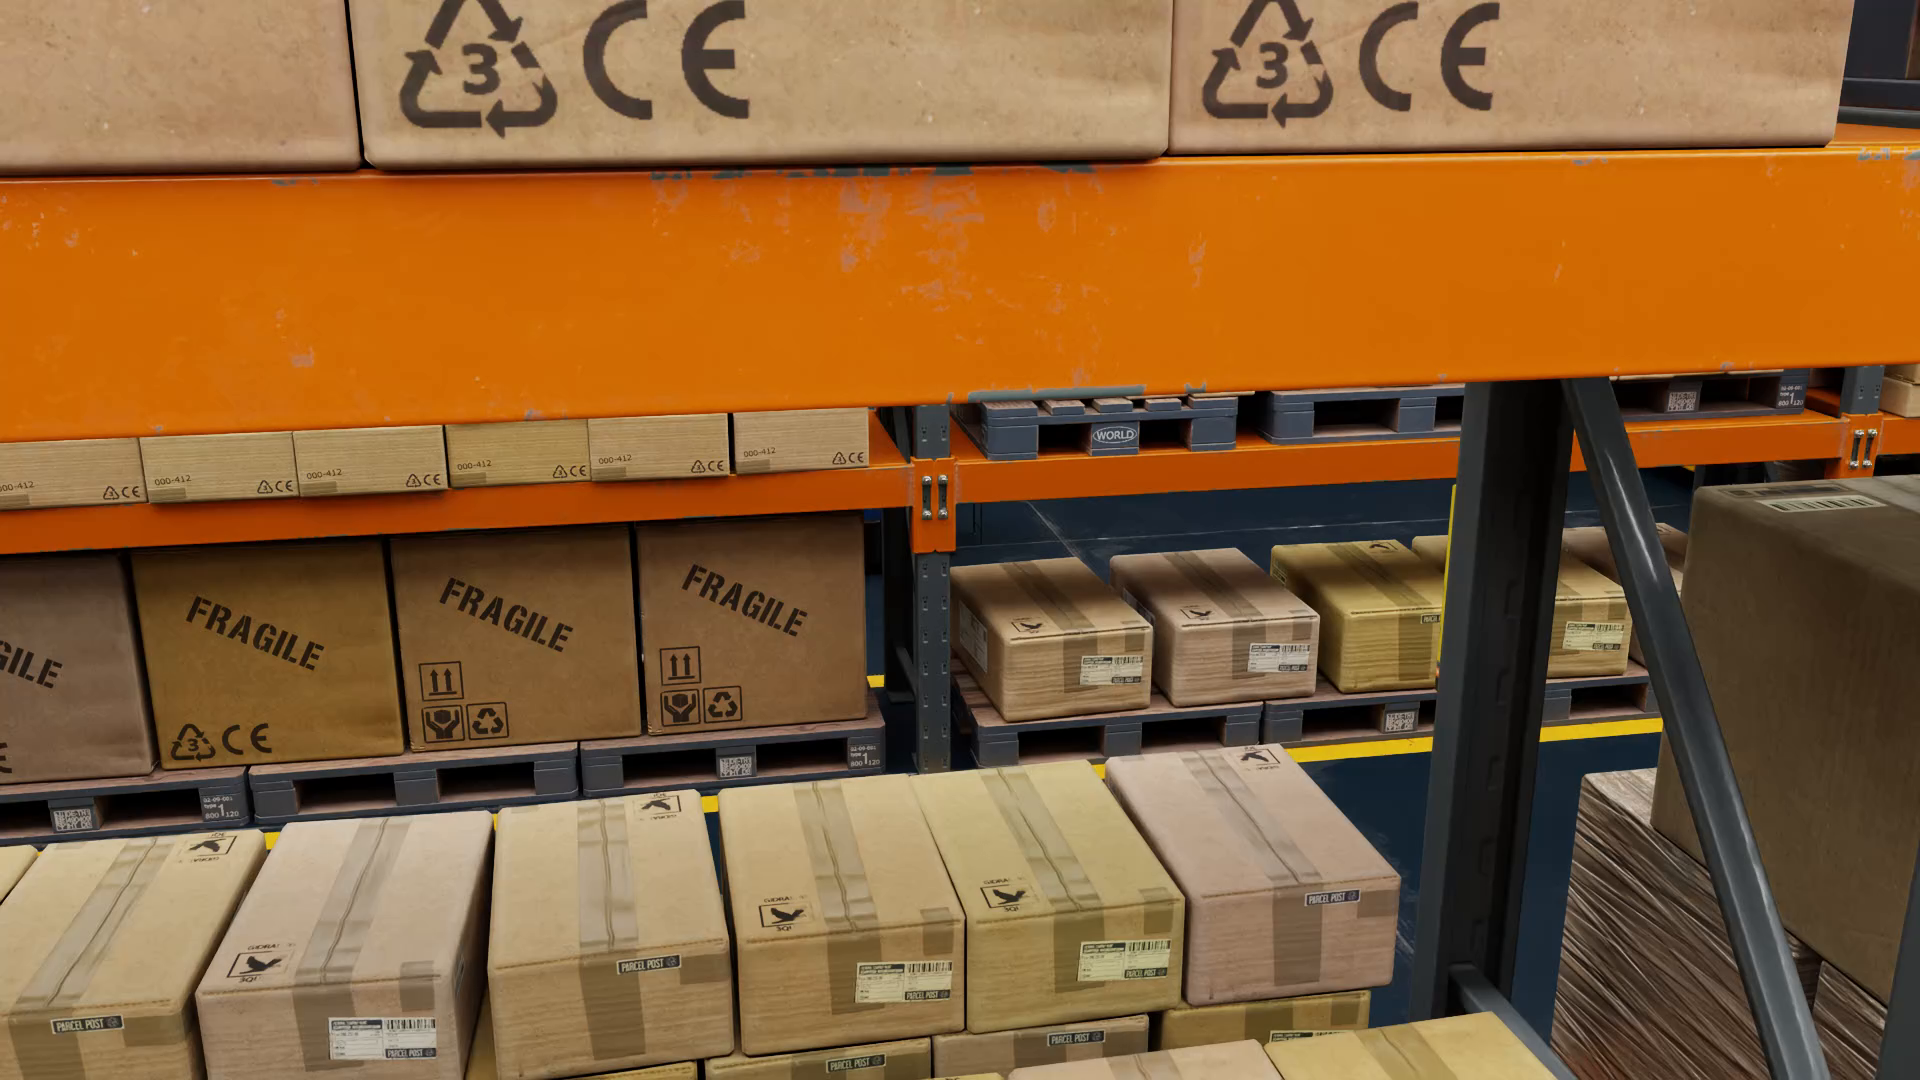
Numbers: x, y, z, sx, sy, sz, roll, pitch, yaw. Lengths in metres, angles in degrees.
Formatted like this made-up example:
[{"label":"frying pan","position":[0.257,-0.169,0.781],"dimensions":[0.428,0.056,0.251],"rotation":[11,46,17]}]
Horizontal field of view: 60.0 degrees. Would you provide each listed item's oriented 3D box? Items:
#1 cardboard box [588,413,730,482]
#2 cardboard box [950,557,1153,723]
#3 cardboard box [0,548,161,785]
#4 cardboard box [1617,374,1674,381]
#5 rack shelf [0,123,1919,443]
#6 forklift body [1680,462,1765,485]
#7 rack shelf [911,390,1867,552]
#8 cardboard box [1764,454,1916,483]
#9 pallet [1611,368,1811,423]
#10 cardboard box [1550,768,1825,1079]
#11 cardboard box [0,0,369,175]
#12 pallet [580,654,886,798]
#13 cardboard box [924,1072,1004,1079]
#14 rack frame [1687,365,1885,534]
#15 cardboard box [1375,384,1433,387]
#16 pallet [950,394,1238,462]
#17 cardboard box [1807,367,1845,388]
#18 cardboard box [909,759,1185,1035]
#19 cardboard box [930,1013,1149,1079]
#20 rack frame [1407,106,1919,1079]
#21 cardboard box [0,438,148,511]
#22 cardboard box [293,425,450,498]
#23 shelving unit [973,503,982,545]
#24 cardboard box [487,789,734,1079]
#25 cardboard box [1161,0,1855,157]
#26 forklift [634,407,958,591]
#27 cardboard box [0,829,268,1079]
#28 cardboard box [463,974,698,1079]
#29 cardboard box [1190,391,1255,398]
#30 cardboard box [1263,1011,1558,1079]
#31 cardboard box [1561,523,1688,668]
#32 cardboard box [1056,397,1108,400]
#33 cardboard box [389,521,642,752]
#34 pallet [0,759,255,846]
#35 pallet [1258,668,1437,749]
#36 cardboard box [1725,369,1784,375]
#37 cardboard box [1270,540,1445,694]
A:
[{"label":"cardboard box","position":[-1.139,-0.413,6.302],"dimensions":[0.500,0.250,0.500],"rotation":[-3,17,-9]},{"label":"cardboard box","position":[0.363,0.406,7.140],"dimensions":[0.625,0.372,0.950],"rotation":[-4,18,-14]},{"label":"cardboard box","position":[-3.527,0.360,6.435],"dimensions":[0.875,0.875,0.875],"rotation":[-3,17,-9]},{"label":"cardboard box","position":[2.772,-0.781,6.959],"dimensions":[0.250,0.149,0.380],"rotation":[-4,17,-11]},{"label":"rack shelf","position":[-1.119,-0.178,1.398],"dimensions":[4.000,0.370,1.077],"rotation":[-3,17,-10]},{"label":"forklift body","position":[5.200,-1.459,10.900],"dimensions":[1.214,2.155,2.313],"rotation":[-3,17,-10]},{"label":"rack shelf","position":[1.770,-0.388,7.191],"dimensions":[4.000,0.370,1.077],"rotation":[-3,17,-10]},{"label":"cardboard box","position":[4.264,-0.198,8.039],"dimensions":[0.500,0.500,0.500],"rotation":[-3,17,-11]},{"label":"pallet","position":[2.956,-0.751,7.474],"dimensions":[1.213,0.211,1.003],"rotation":[-3,17,-10]},{"label":"cardboard box","position":[1.236,0.651,2.414],"dimensions":[0.500,0.500,0.500],"rotation":[-3,17,-10]},{"label":"cardboard box","position":[-0.648,-0.517,1.108],"dimensions":[0.500,0.500,0.500],"rotation":[-3,17,-10]},{"label":"pallet","position":[-0.982,0.735,7.060],"dimensions":[1.213,0.211,1.003],"rotation":[-3,17,-10]},{"label":"cardboard box","position":[-0.054,0.623,1.373],"dimensions":[0.250,0.149,0.380],"rotation":[-3,17,-9]},{"label":"rack frame","position":[3.734,-0.843,7.448],"dimensions":[0.127,3.000,1.000],"rotation":[-3,17,-10]},{"label":"cardboard box","position":[1.757,-0.742,6.830],"dimensions":[0.250,0.149,0.380],"rotation":[-3,17,-9]},{"label":"pallet","position":[0.486,-0.599,6.980],"dimensions":[1.003,0.211,1.213],"rotation":[-3,17,-10]},{"label":"cardboard box","position":[3.992,-0.829,7.829],"dimensions":[0.250,0.149,0.380],"rotation":[-3,17,-11]},{"label":"cardboard box","position":[0.091,0.422,2.030],"dimensions":[0.250,0.149,0.380],"rotation":[-4,17,-12]},{"label":"cardboard box","position":[0.066,0.563,2.076],"dimensions":[0.250,0.149,0.380],"rotation":[-2,17,-8]},{"label":"rack frame","position":[0.845,0.802,2.092],"dimensions":[0.053,2.616,0.949],"rotation":[-3,17,-10]},{"label":"cardboard box","position":[-3.131,-0.304,5.947],"dimensions":[0.500,0.250,0.500],"rotation":[-4,17,-12]},{"label":"cardboard box","position":[-2.132,-0.353,6.107],"dimensions":[0.500,0.250,0.500],"rotation":[-4,17,-11]},{"label":"shelving unit","position":[0.014,-0.574,9.638],"dimensions":[0.189,1.200,0.258],"rotation":[-3,17,-10]},{"label":"cardboard box","position":[-0.411,0.449,1.942],"dimensions":[0.250,0.149,0.380],"rotation":[-4,18,-13]},{"label":"cardboard box","position":[0.332,-0.576,1.298],"dimensions":[0.500,0.500,0.500],"rotation":[-3,17,-10]},{"label":"forklift","position":[-1.583,-1.296,9.038],"dimensions":[3.031,2.935,1.130],"rotation":[-4,17,-12]},{"label":"cardboard box","position":[-0.936,0.479,1.841],"dimensions":[0.250,0.149,0.380],"rotation":[-3,17,-9]},{"label":"cardboard box","position":[-0.443,0.593,1.979],"dimensions":[0.250,0.149,0.380],"rotation":[-3,17,-10]},{"label":"cardboard box","position":[0.996,-0.683,6.639],"dimensions":[0.250,0.149,0.380],"rotation":[-3,17,-10]},{"label":"cardboard box","position":[0.451,0.595,1.464],"dimensions":[0.250,0.149,0.380],"rotation":[-4,18,-13]},{"label":"cardboard box","position":[3.219,0.242,7.675],"dimensions":[0.625,0.372,0.950],"rotation":[-3,17,-10]},{"label":"cardboard box","position":[0.445,-0.672,6.602],"dimensions":[0.250,0.149,0.380],"rotation":[-4,18,-14]},{"label":"cardboard box","position":[-1.764,0.258,6.768],"dimensions":[0.875,0.875,0.875],"rotation":[-3,17,-10]},{"label":"pallet","position":[-3.378,0.871,6.618],"dimensions":[1.213,0.211,1.003],"rotation":[-3,17,-10]},{"label":"pallet","position":[1.769,0.603,7.491],"dimensions":[1.213,0.211,1.003],"rotation":[-3,17,-10]},{"label":"cardboard box","position":[3.281,-0.816,7.071],"dimensions":[0.250,0.149,0.380],"rotation":[-3,17,-10]},{"label":"cardboard box","position":[1.832,0.322,7.414],"dimensions":[0.625,0.372,0.950],"rotation":[-3,17,-9]}]
